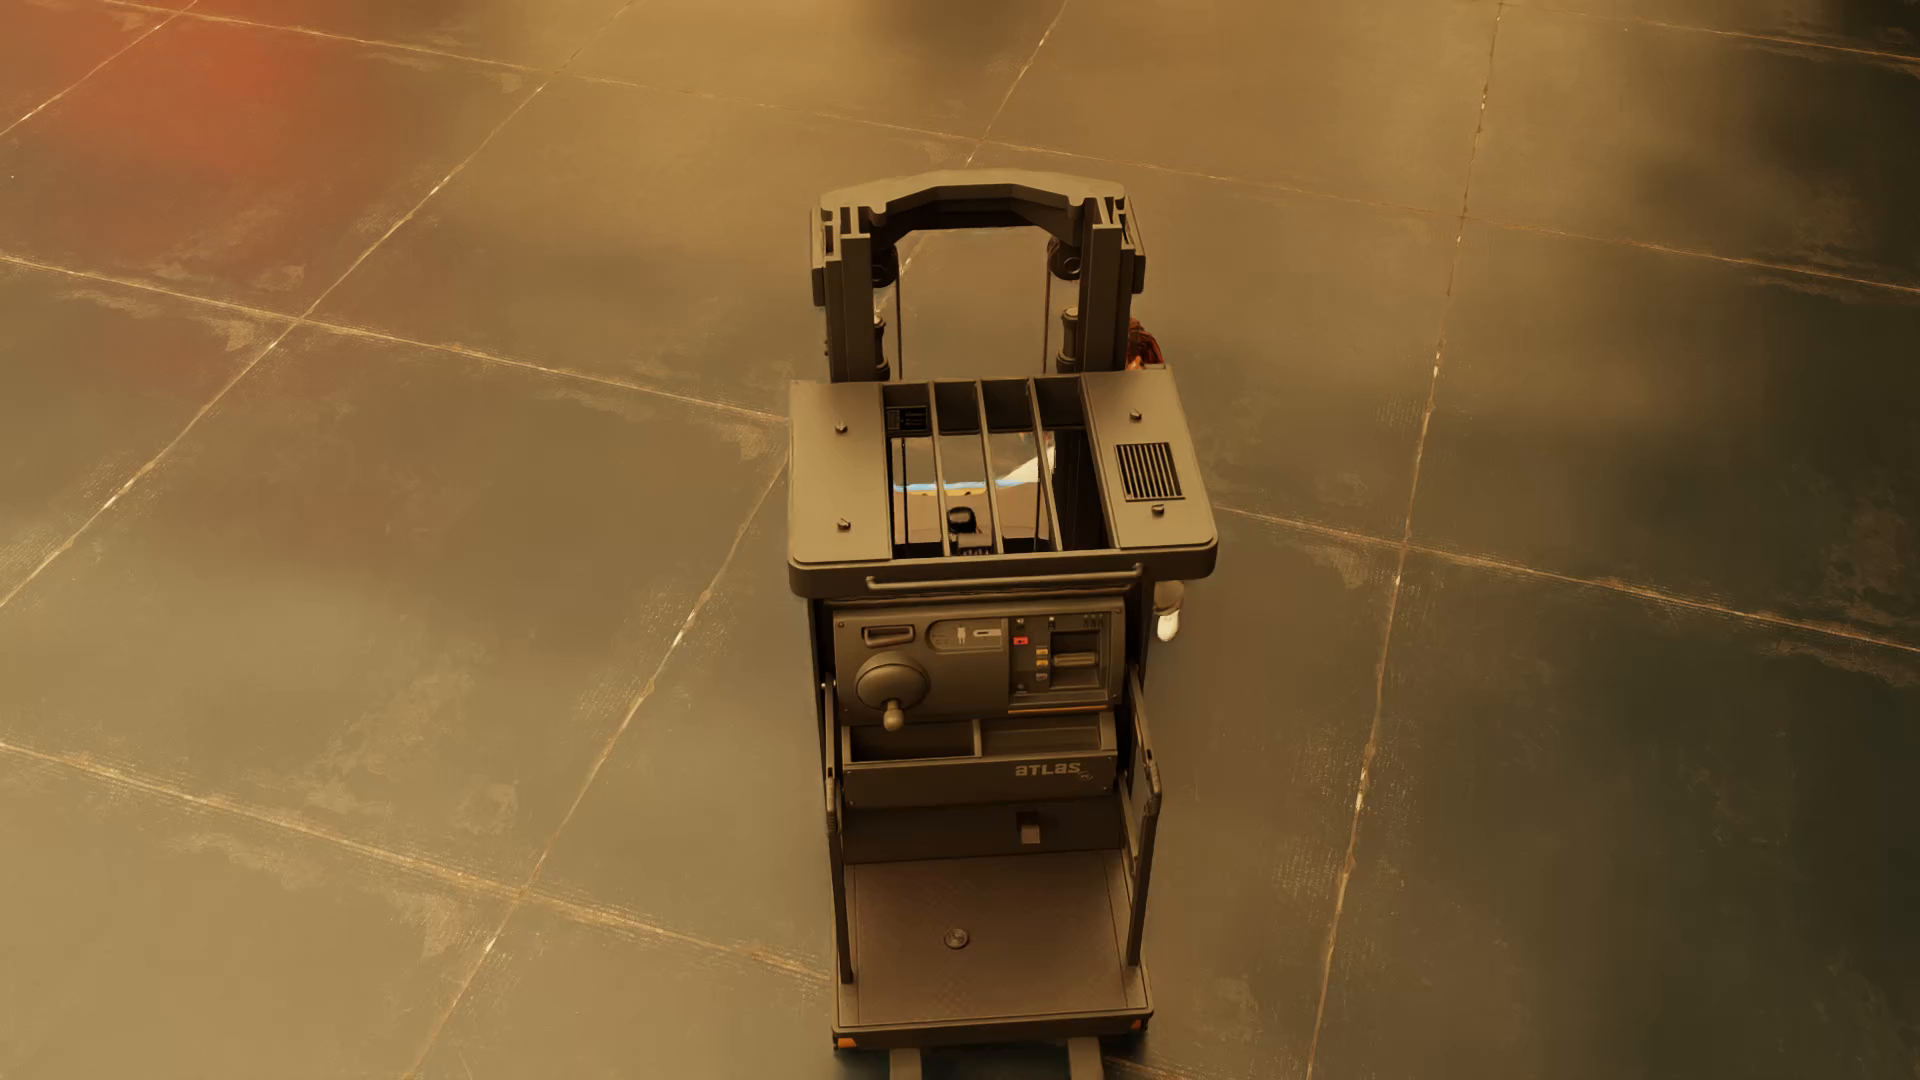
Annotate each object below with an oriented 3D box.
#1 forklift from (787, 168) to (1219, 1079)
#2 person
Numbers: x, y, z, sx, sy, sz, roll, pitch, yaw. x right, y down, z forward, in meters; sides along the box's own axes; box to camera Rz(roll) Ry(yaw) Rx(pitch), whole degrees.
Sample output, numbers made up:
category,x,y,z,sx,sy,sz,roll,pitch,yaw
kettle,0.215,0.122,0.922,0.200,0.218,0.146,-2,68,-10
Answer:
category,x,y,z,sx,sy,sz,roll,pitch,yaw
forklift,0.083,0.484,5.168,1.130,2.935,3.031,-3,43,-3
person,0.619,-0.291,7.044,0.658,1.558,0.849,-21,47,-21
